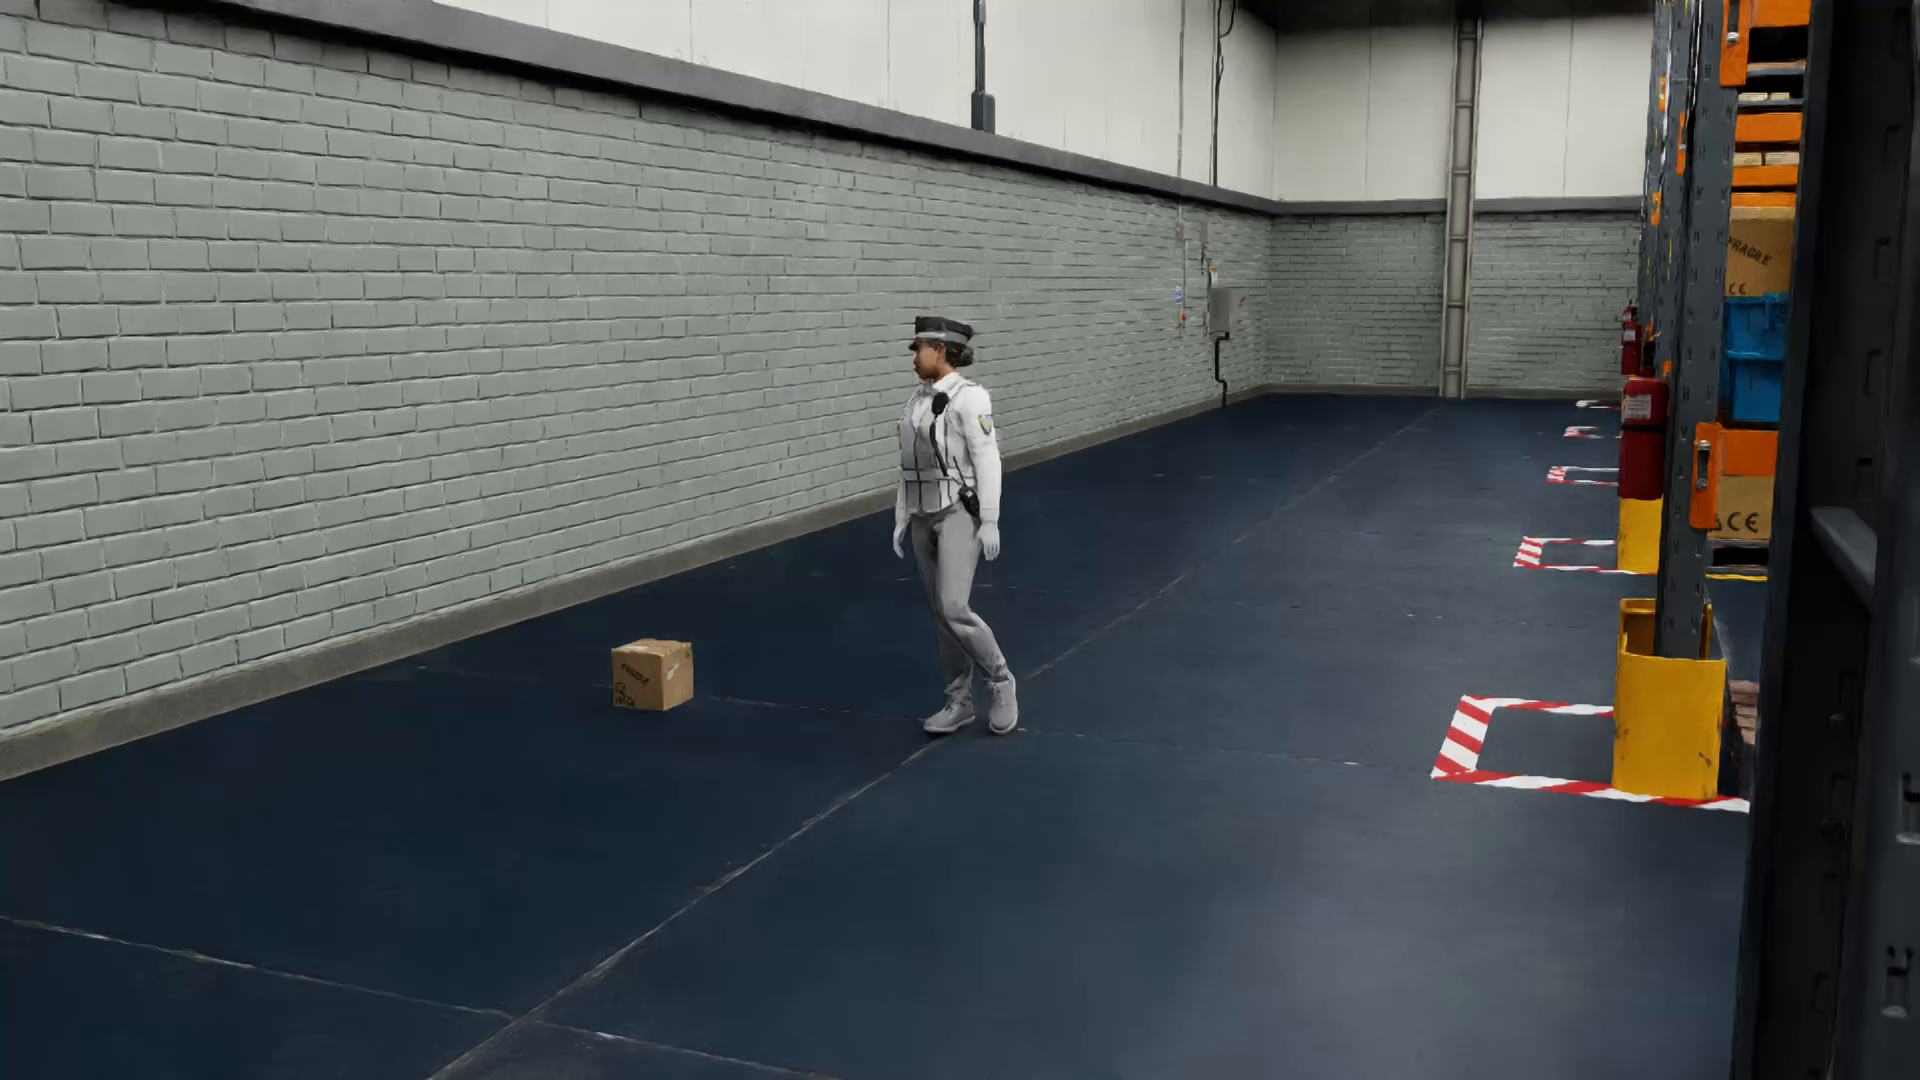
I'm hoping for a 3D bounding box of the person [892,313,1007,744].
[{"bbox_3d":[-0.043,-0.057,6.679,0.380,1.691,0.585,-6,11,-34],"label":"person"}]
